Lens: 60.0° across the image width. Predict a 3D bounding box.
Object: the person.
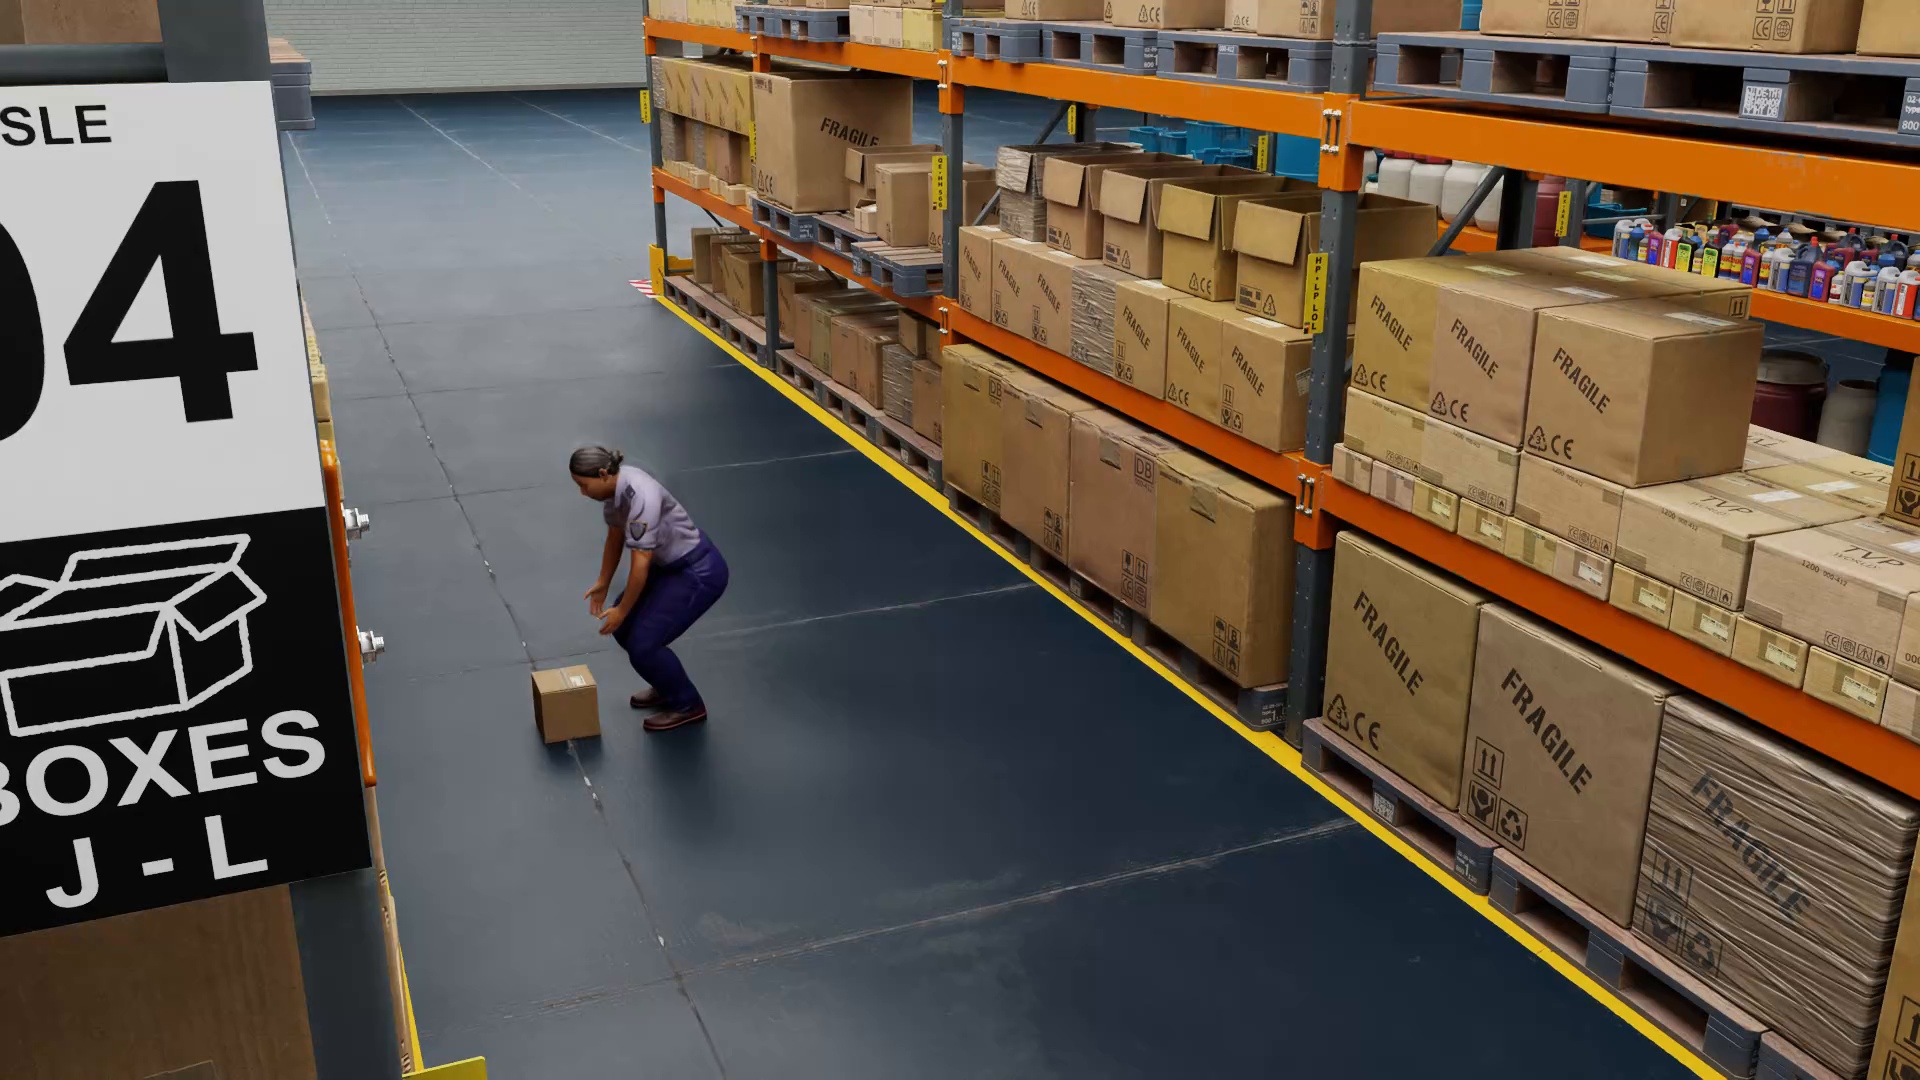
[{"bbox_3d":[-1.384,0.190,7.524,0.673,1.340,0.536,-8,20,-22],"label":"person"}]
